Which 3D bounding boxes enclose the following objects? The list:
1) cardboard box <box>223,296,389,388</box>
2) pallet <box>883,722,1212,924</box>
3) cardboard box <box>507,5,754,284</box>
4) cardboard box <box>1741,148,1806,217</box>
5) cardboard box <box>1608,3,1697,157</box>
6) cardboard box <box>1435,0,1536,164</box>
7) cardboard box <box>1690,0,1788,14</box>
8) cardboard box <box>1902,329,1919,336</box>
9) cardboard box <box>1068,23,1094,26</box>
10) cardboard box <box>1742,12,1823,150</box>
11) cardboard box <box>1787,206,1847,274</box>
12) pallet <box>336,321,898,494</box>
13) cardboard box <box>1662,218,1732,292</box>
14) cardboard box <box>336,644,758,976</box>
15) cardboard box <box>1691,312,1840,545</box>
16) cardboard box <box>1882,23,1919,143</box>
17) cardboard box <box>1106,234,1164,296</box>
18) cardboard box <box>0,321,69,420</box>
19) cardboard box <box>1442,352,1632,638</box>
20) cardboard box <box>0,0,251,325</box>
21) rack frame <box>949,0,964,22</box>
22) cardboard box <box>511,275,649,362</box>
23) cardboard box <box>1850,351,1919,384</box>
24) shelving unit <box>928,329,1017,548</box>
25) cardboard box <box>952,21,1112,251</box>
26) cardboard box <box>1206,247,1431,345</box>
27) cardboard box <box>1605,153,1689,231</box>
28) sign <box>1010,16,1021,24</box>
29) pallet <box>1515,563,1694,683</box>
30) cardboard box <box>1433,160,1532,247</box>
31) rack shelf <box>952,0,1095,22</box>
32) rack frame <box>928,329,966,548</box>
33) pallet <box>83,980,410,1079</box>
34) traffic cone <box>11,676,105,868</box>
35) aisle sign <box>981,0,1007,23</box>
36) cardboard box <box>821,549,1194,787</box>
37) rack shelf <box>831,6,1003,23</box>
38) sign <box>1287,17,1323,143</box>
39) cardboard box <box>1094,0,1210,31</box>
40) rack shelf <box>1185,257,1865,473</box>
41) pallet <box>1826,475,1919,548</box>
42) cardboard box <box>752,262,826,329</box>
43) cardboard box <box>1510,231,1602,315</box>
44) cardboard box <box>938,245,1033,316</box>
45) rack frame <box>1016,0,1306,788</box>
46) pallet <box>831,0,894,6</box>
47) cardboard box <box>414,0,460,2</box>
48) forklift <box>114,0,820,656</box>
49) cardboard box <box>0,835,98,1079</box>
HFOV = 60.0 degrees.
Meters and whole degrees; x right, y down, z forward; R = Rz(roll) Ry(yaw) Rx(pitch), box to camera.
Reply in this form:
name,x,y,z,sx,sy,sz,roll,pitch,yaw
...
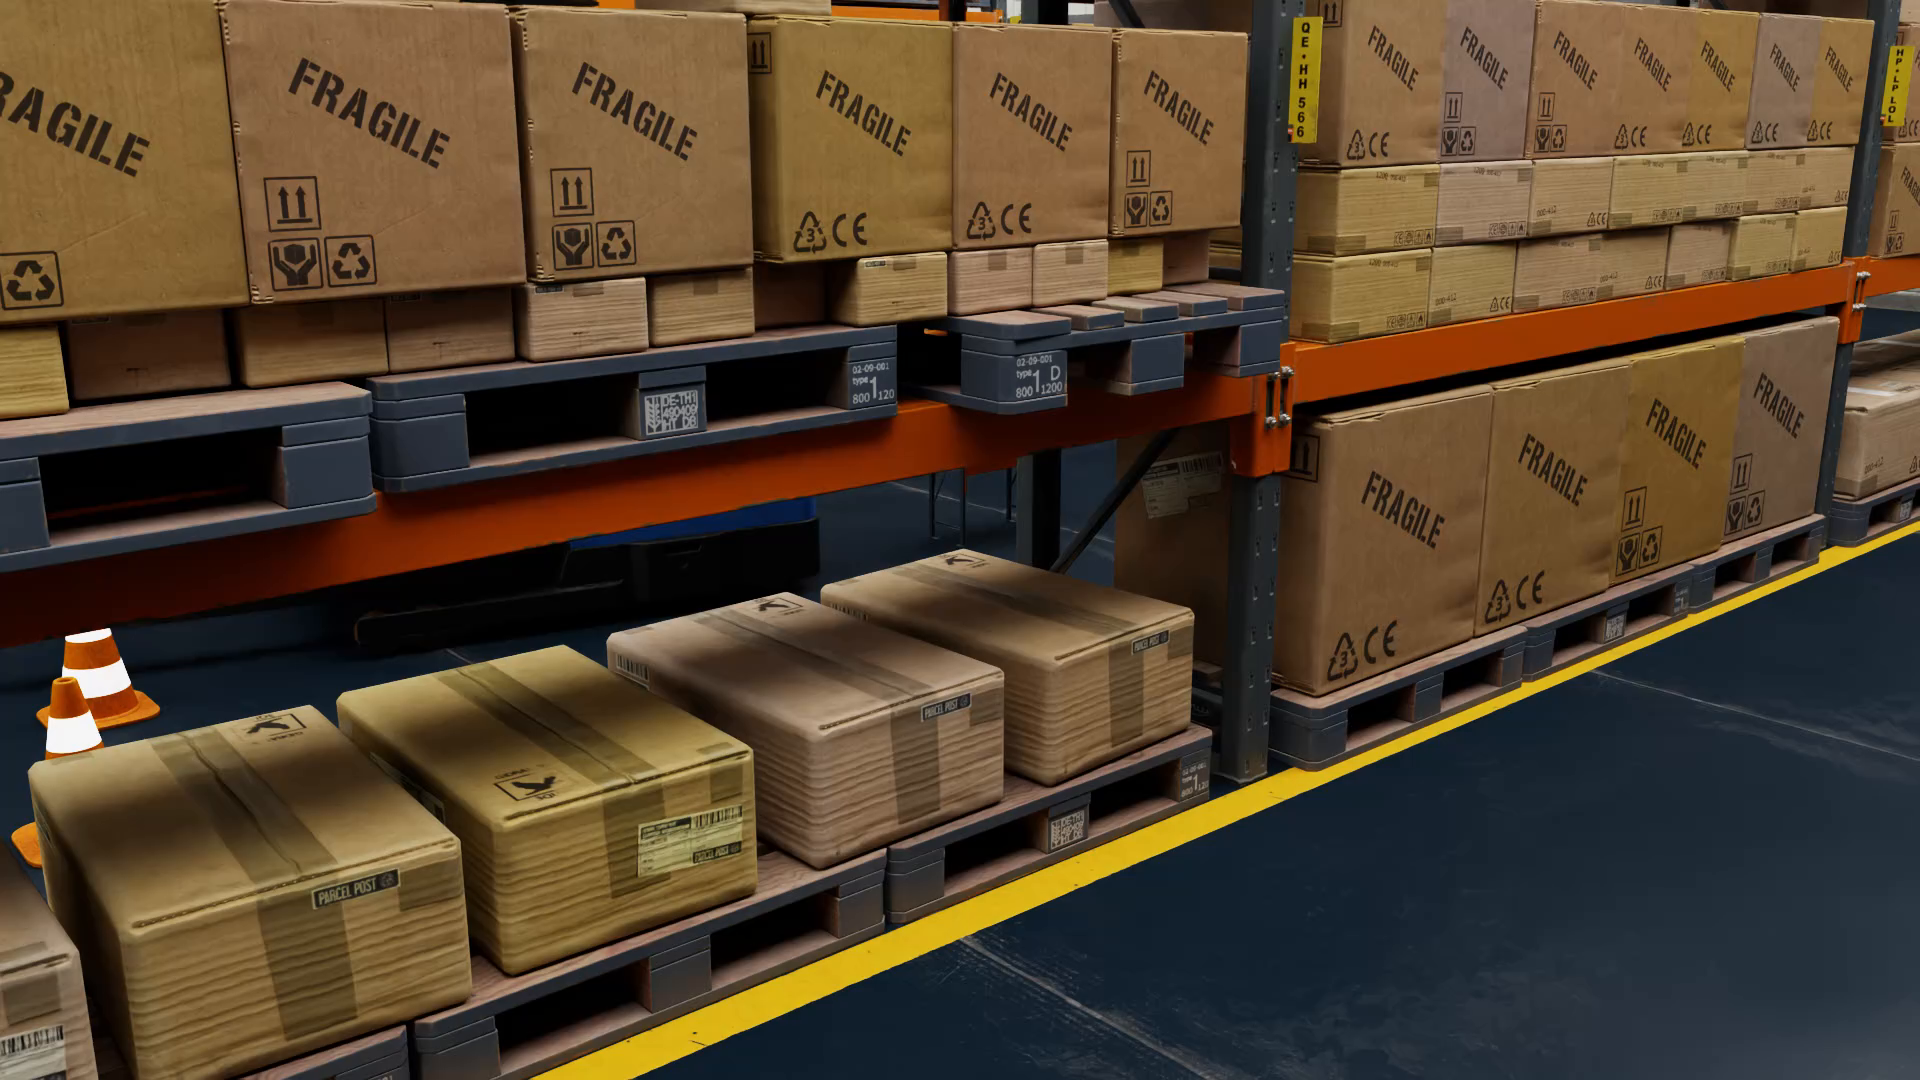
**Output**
name,x,y,z,sx,sy,sz,roll,pitch,yaw
cardboard box,-1.255,-0.391,3.073,0.250,0.149,0.380,-12,19,-39
pallet,-0.031,0.664,4.856,1.213,0.211,1.003,-13,19,-39
cardboard box,-0.776,-0.812,3.392,0.500,0.500,0.500,-14,20,-42
cardboard box,3.032,-1.454,6.703,0.500,0.250,0.500,-12,19,-38
cardboard box,2.243,-1.638,5.940,0.500,0.500,0.500,-12,19,-38
cardboard box,1.460,-1.469,5.305,0.500,0.500,0.500,-13,19,-39
cardboard box,3.600,-2.452,7.729,0.250,0.149,0.380,-13,20,-40
cardboard box,6.162,-1.005,9.850,0.875,0.438,0.875,-14,20,-41
cardboard box,0.751,-3.144,11.000,0.500,0.500,0.500,-12,19,-38
cardboard box,3.019,-1.811,6.586,0.500,0.500,0.500,-12,19,-38
cardboard box,3.404,-1.296,7.079,0.500,0.250,0.500,-13,20,-41
pallet,-0.907,-0.380,3.730,1.213,0.211,1.003,-13,19,-39
cardboard box,2.626,-1.128,6.451,0.500,0.250,0.500,-13,20,-41
cardboard box,-1.001,0.599,3.974,0.625,0.372,0.950,-12,19,-38
cardboard box,3.162,-0.549,7.296,0.875,0.875,0.875,-12,19,-38
cardboard box,4.095,-2.058,7.511,0.500,0.500,0.500,-12,19,-39
cardboard box,0.312,-0.736,4.367,0.250,0.149,0.380,-12,19,-39
cardboard box,-1.640,-0.292,2.705,0.250,0.149,0.380,-12,19,-38
cardboard box,1.810,-0.243,6.151,0.875,0.875,0.875,-12,19,-39
cardboard box,-1.539,-0.641,2.755,0.500,0.500,0.500,-13,19,-39
rack frame,0.251,-2.440,11.071,0.127,3.000,1.000,-13,19,-39
cardboard box,-0.832,-0.467,3.359,0.250,0.149,0.380,-12,19,-37
cardboard box,4.796,-0.696,8.692,0.875,0.438,0.875,-13,20,-41
shelving unit,0.125,-0.608,7.700,0.503,1.200,0.258,-13,19,-39
cardboard box,0.016,-0.990,4.059,0.500,0.500,0.500,-13,20,-40
cardboard box,1.094,-0.777,5.137,0.500,0.250,0.500,-13,20,-40
cardboard box,2.270,-1.275,6.033,0.500,0.250,0.500,-12,19,-38
sign,0.192,-1.483,5.244,0.005,0.325,0.100,-13,19,-39
pallet,2.123,0.207,6.566,1.213,0.211,1.003,-13,19,-39
cardboard box,1.494,-1.110,5.414,0.500,0.250,0.500,-12,19,-38
rack shelf,1.760,-3.880,12.046,4.000,0.370,1.077,-13,19,-39
rack frame,-0.059,-0.566,7.545,0.015,1.200,0.240,-13,19,-39
pallet,-1.872,1.077,3.309,1.213,0.211,1.003,-13,19,-39
traffic cone,-2.442,0.605,4.588,0.334,0.463,0.336,-13,19,-39
aisle sign,0.340,-5.310,16.779,0.004,0.787,0.394,-13,19,-39
cardboard box,0.126,0.345,4.925,0.625,0.372,0.950,-14,21,-43
rack shelf,-1.420,-4.863,15.725,4.000,0.370,1.077,-13,19,-39
sign,0.923,-1.233,4.462,0.005,0.325,0.100,-13,19,-39
cardboard box,0.778,-1.486,5.368,0.500,0.500,0.500,-13,20,-41
rack shelf,2.068,-0.807,6.352,4.000,0.370,1.077,-13,19,-39
pallet,4.202,-0.260,8.313,1.213,0.211,1.003,-13,19,-39
cardboard box,-0.515,-0.576,3.769,0.250,0.149,0.380,-12,19,-39
cardboard box,1.869,-0.955,5.804,0.500,0.250,0.500,-12,19,-38
cardboard box,-0.044,-0.644,4.021,0.250,0.149,0.380,-14,20,-42
rack frame,0.559,-0.816,4.991,0.127,3.000,1.000,-13,19,-39
pallet,-1.385,-5.171,15.656,1.213,0.211,1.003,-13,19,-39
cardboard box,-1.119,-1.061,3.070,0.250,0.149,0.380,-11,19,-36
forklift,-2.136,-1.142,6.347,3.031,2.935,1.130,-8,17,-26
cardboard box,-2.064,0.839,3.074,0.625,0.372,0.950,-12,19,-39
